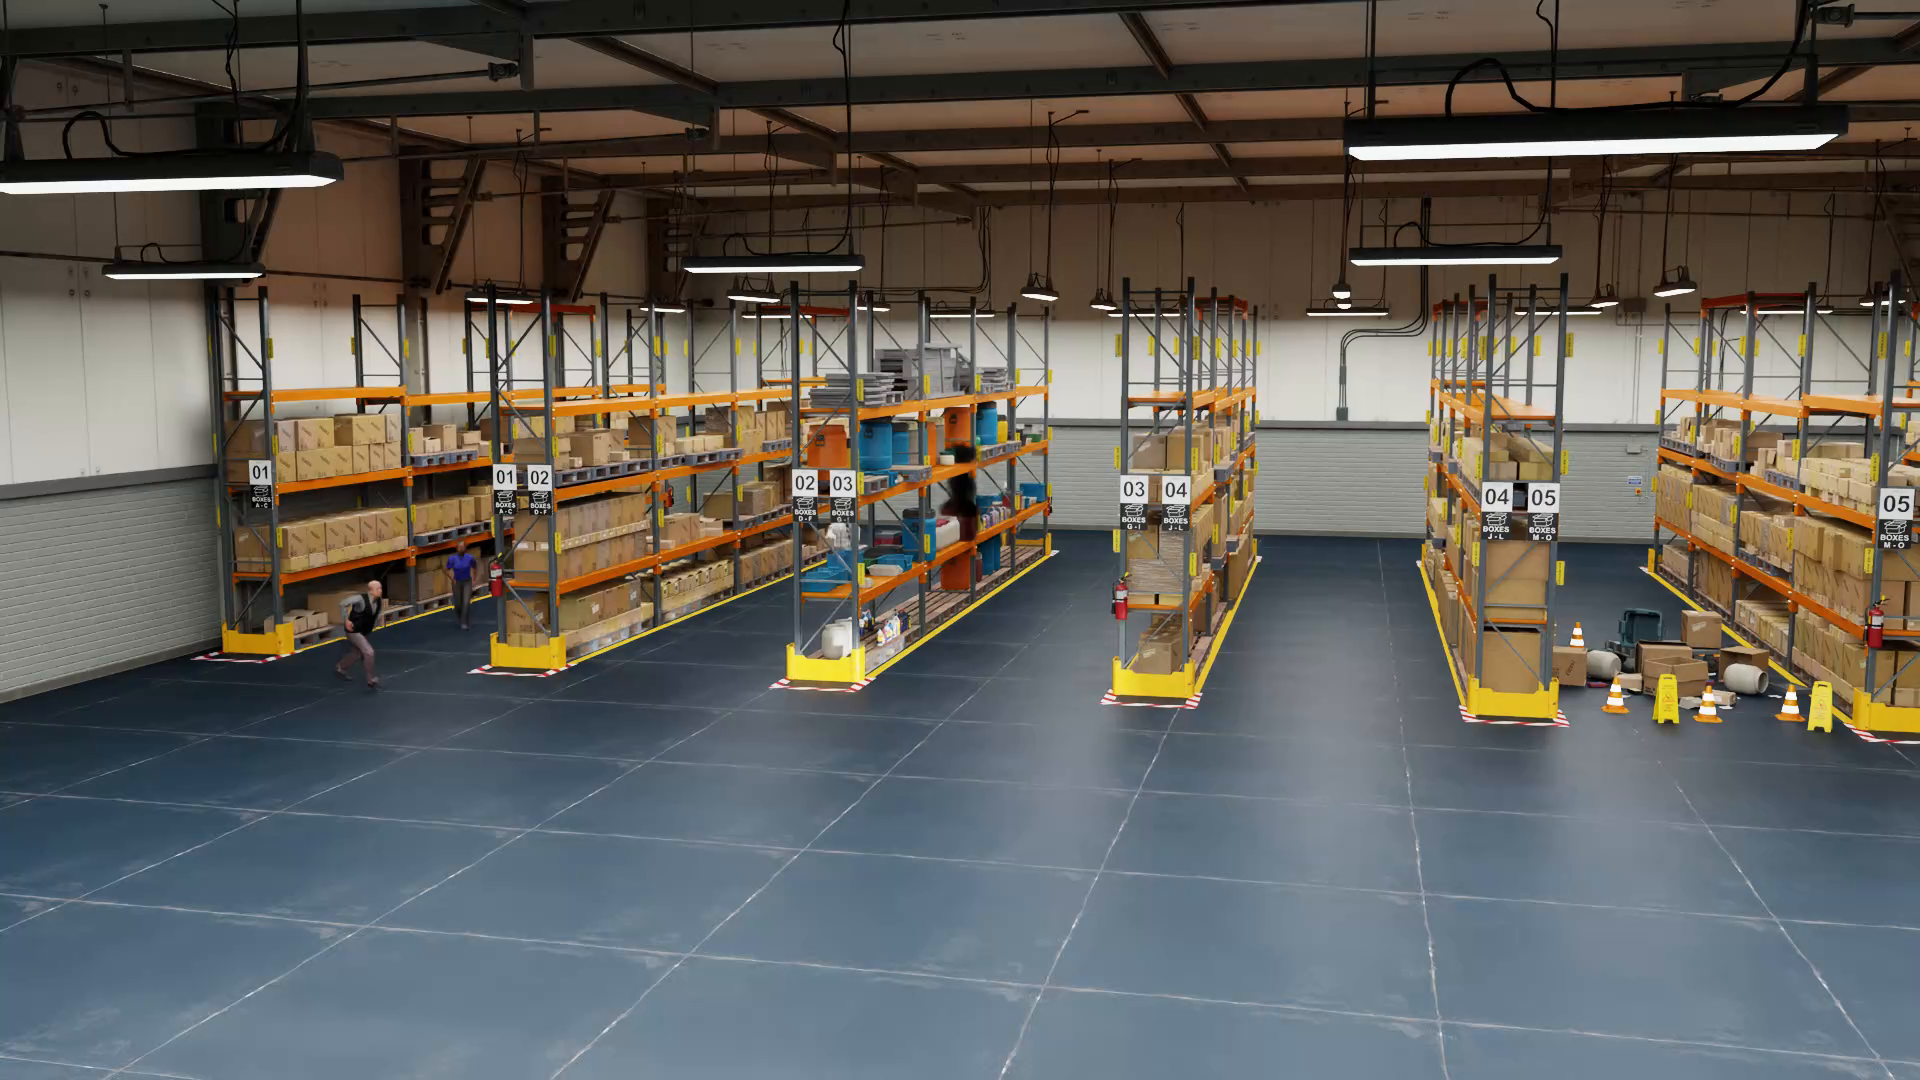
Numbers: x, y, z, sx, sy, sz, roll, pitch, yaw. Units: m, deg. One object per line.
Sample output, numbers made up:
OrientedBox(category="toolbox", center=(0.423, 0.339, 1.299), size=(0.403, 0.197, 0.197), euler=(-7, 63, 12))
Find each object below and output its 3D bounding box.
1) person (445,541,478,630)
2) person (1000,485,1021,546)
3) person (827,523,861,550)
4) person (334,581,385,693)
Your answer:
OrientedBox(category="person", center=(-8.938, 0.797, 29.859), size=(0.572, 1.600, 0.644), euler=(-2, 7, -16))
OrientedBox(category="person", center=(1.201, -0.643, 42.052), size=(0.797, 1.647, 0.562), euler=(6, 9, 40))
OrientedBox(category="person", center=(-2.272, 0.206, 32.151), size=(0.552, 1.791, 0.782), euler=(2, 7, 18))
OrientedBox(category="person", center=(-8.876, 1.412, 24.450), size=(0.990, 1.684, 0.703), euler=(3, 7, 26))
